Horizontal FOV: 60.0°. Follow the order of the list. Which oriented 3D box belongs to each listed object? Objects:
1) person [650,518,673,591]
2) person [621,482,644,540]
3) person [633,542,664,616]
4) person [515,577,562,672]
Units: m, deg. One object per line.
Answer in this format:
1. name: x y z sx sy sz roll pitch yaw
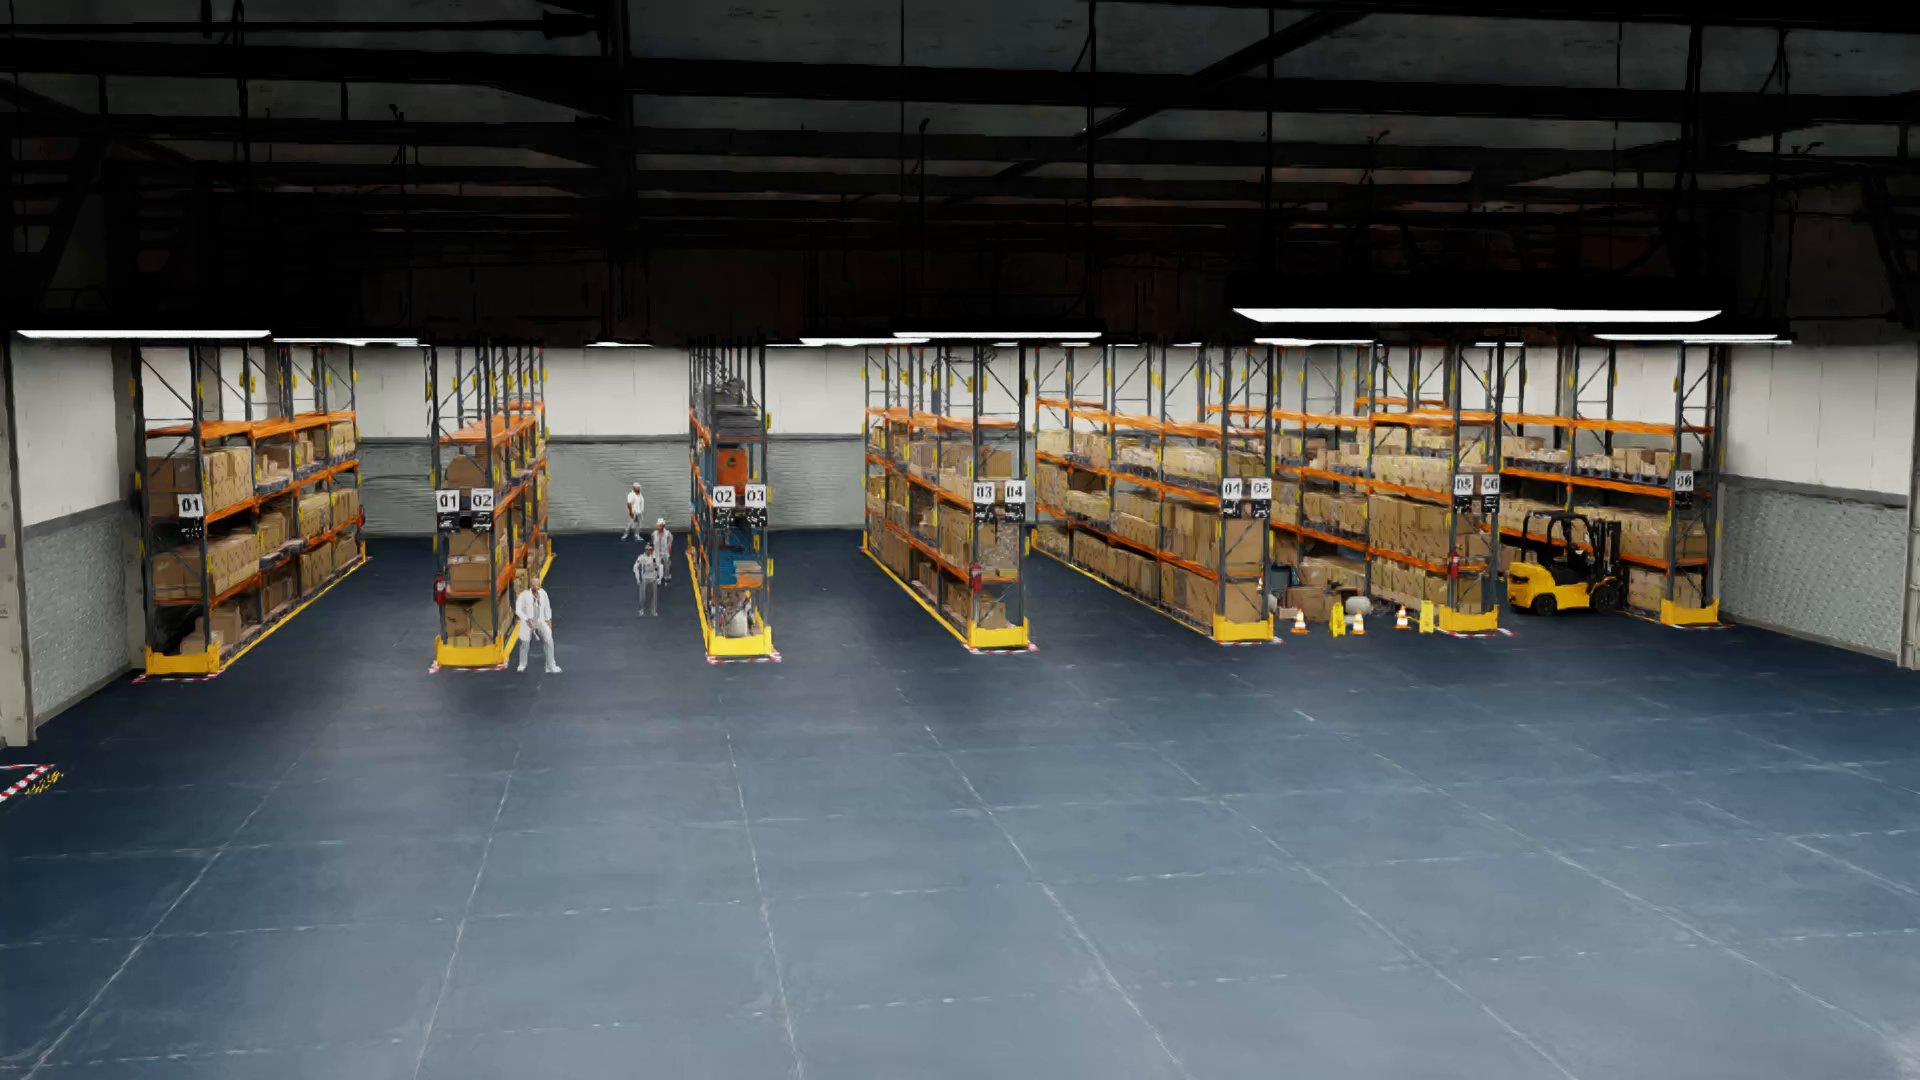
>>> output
1. person: -7.066 0.341 39.407 0.529 1.728 1.037 0 7 -2
2. person: -9.818 -0.861 49.888 0.488 1.759 0.741 5 8 35
3. person: -6.691 0.830 35.746 0.639 1.632 0.512 -1 7 -13
4. person: -7.536 1.494 29.438 0.733 1.716 0.873 -4 8 -29
